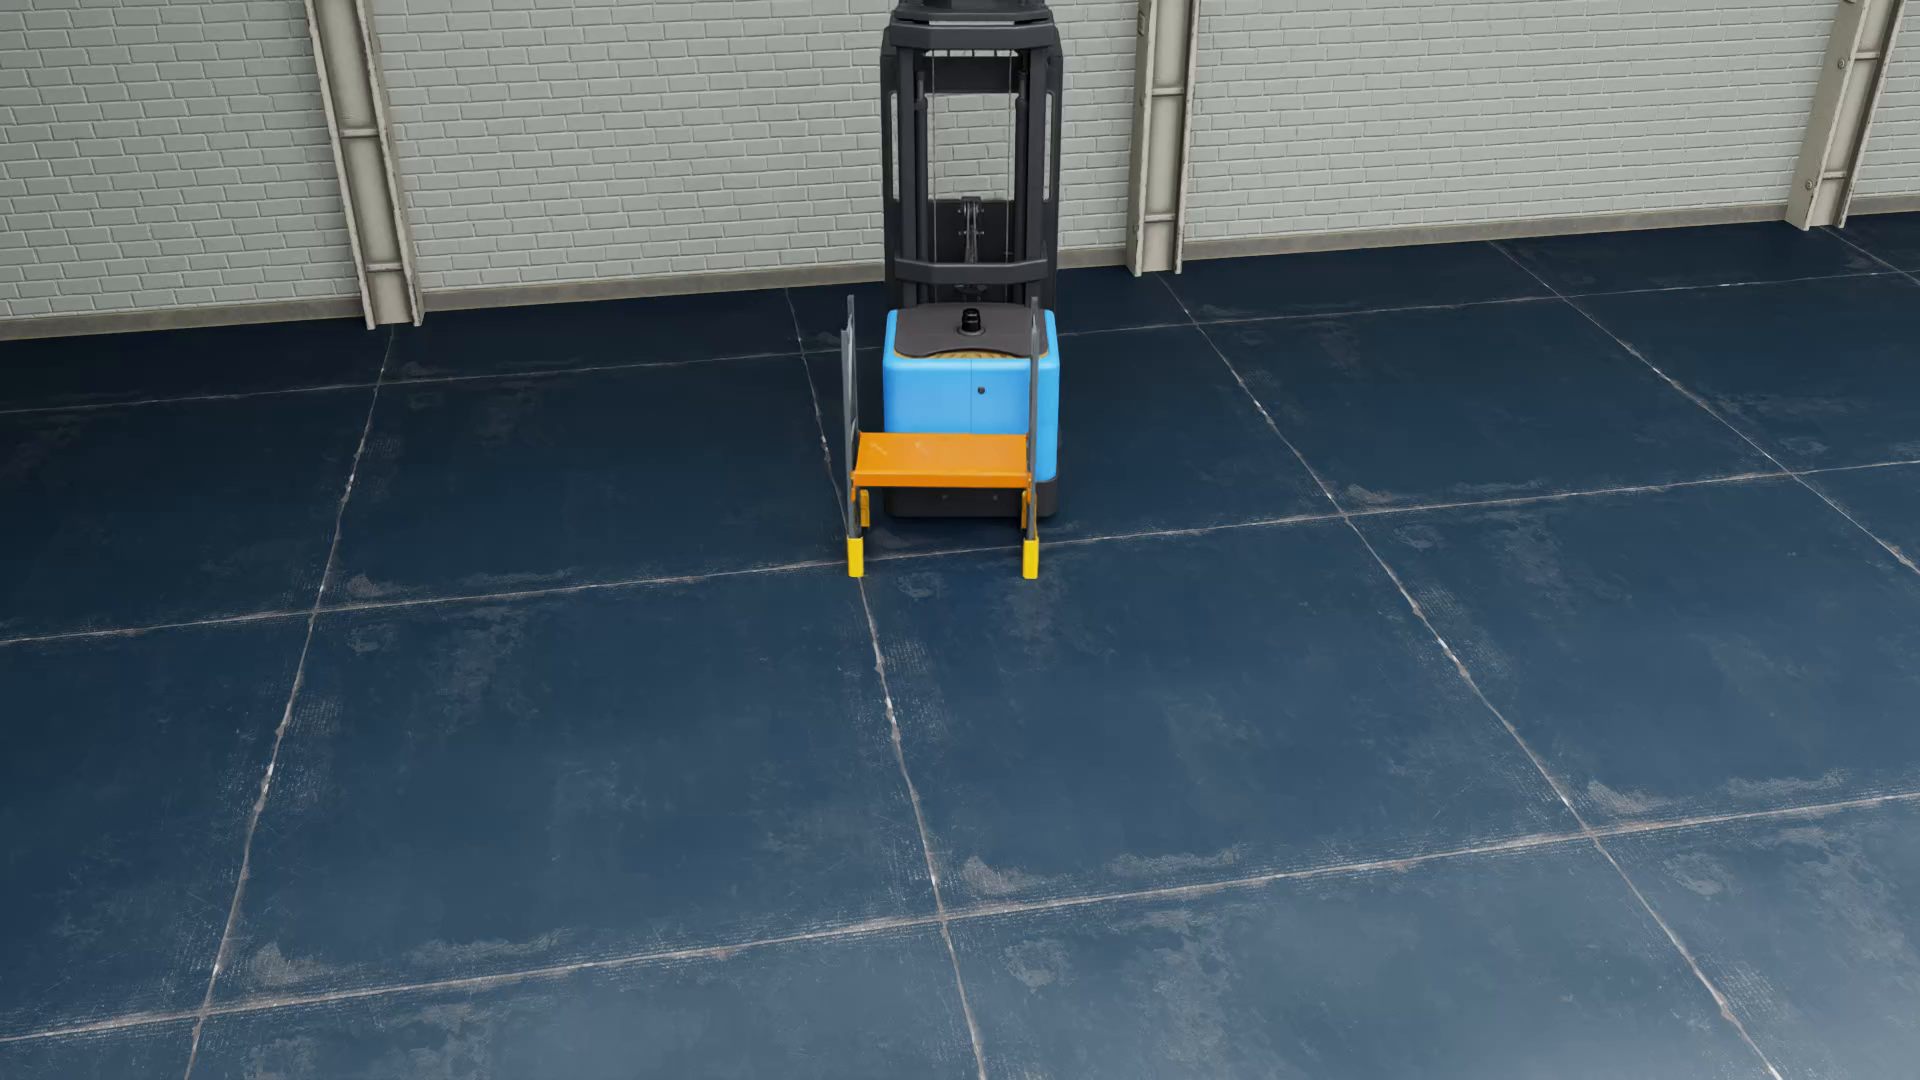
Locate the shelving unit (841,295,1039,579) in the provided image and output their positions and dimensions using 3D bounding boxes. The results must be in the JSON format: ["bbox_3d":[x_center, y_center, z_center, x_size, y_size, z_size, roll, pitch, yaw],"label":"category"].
[{"bbox_3d":[-0.092,-0.577,9.365,1.083,1.500,0.587,1,30,1],"label":"shelving unit"}]

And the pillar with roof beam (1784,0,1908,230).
[{"bbox_3d":[8.263,-4.516,8.666,0.400,9.000,9.100,-5,31,-9],"label":"pillar with roof beam"}]

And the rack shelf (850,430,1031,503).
[{"bbox_3d":[-0.101,-0.422,9.457,1.000,0.185,0.538,1,30,1],"label":"rack shelf"}]

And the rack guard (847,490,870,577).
[{"bbox_3d":[-0.590,-0.043,9.691,0.087,0.250,0.587,1,30,1],"label":"rack guard"}]

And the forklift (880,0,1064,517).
[{"bbox_3d":[0.069,-2.106,10.555,1.130,2.935,3.031,0,30,0],"label":"forklift"}]

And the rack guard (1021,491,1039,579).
[{"bbox_3d":[0.406,-0.033,9.674,0.087,0.250,0.587,1,30,1],"label":"rack guard"}]

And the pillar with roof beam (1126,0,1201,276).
[{"bbox_3d":[2.361,-3.968,7.734,0.400,9.000,9.100,-5,31,-9],"label":"pillar with roof beam"}]

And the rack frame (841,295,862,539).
[{"bbox_3d":[-0.609,-0.582,9.374,0.032,1.500,0.500,1,30,1],"label":"rack frame"}]

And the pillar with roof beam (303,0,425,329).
[{"bbox_3d":[-3.541,-3.420,6.803,0.400,9.000,9.100,-5,31,-9],"label":"pillar with roof beam"}]

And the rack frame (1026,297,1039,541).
[{"bbox_3d":[0.407,-0.572,9.357,0.032,1.500,0.500,1,30,1],"label":"rack frame"}]
